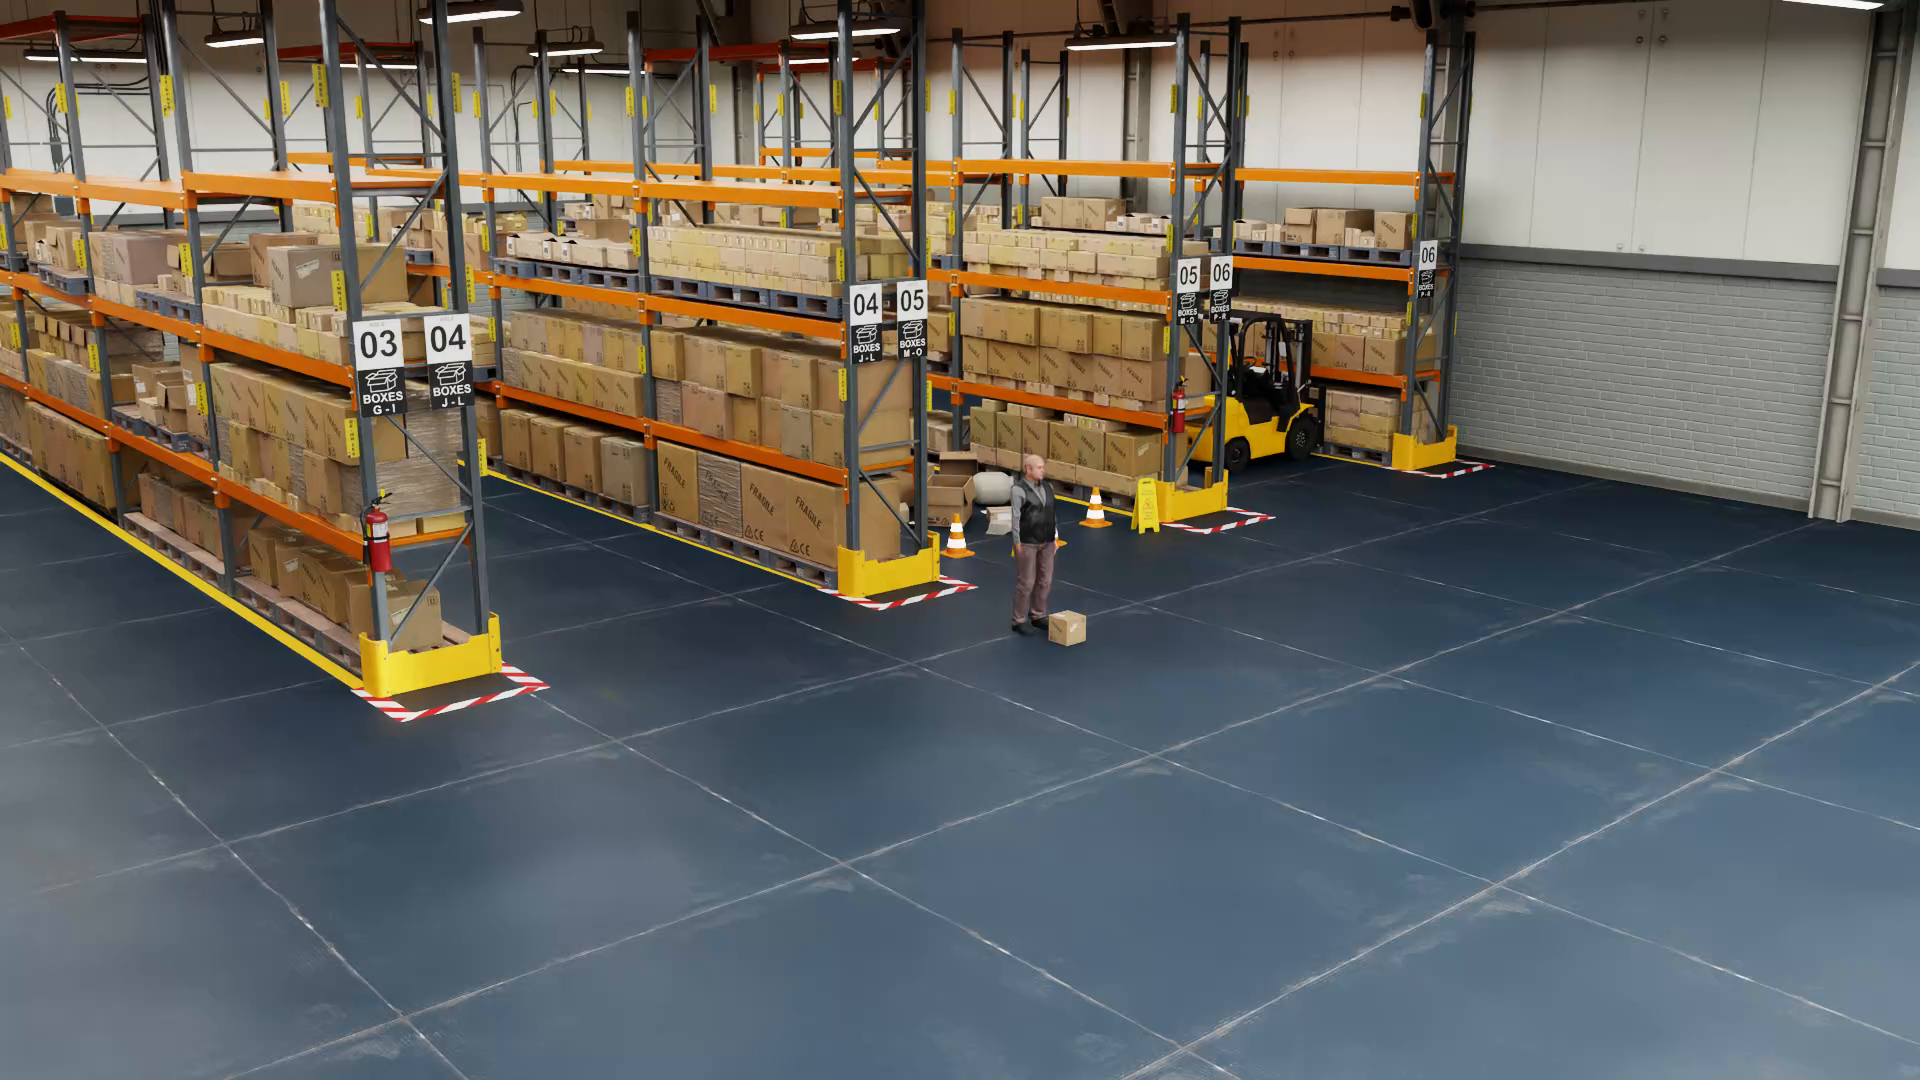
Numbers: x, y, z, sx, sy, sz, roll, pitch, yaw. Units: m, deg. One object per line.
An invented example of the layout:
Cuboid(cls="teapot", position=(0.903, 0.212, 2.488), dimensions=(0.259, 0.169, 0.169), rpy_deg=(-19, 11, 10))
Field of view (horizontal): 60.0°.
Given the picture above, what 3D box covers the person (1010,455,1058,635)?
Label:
Cuboid(cls="person", position=(0.722, 0.033, 15.934), dimensions=(0.532, 1.717, 0.360), rpy_deg=(-11, 18, -38))
